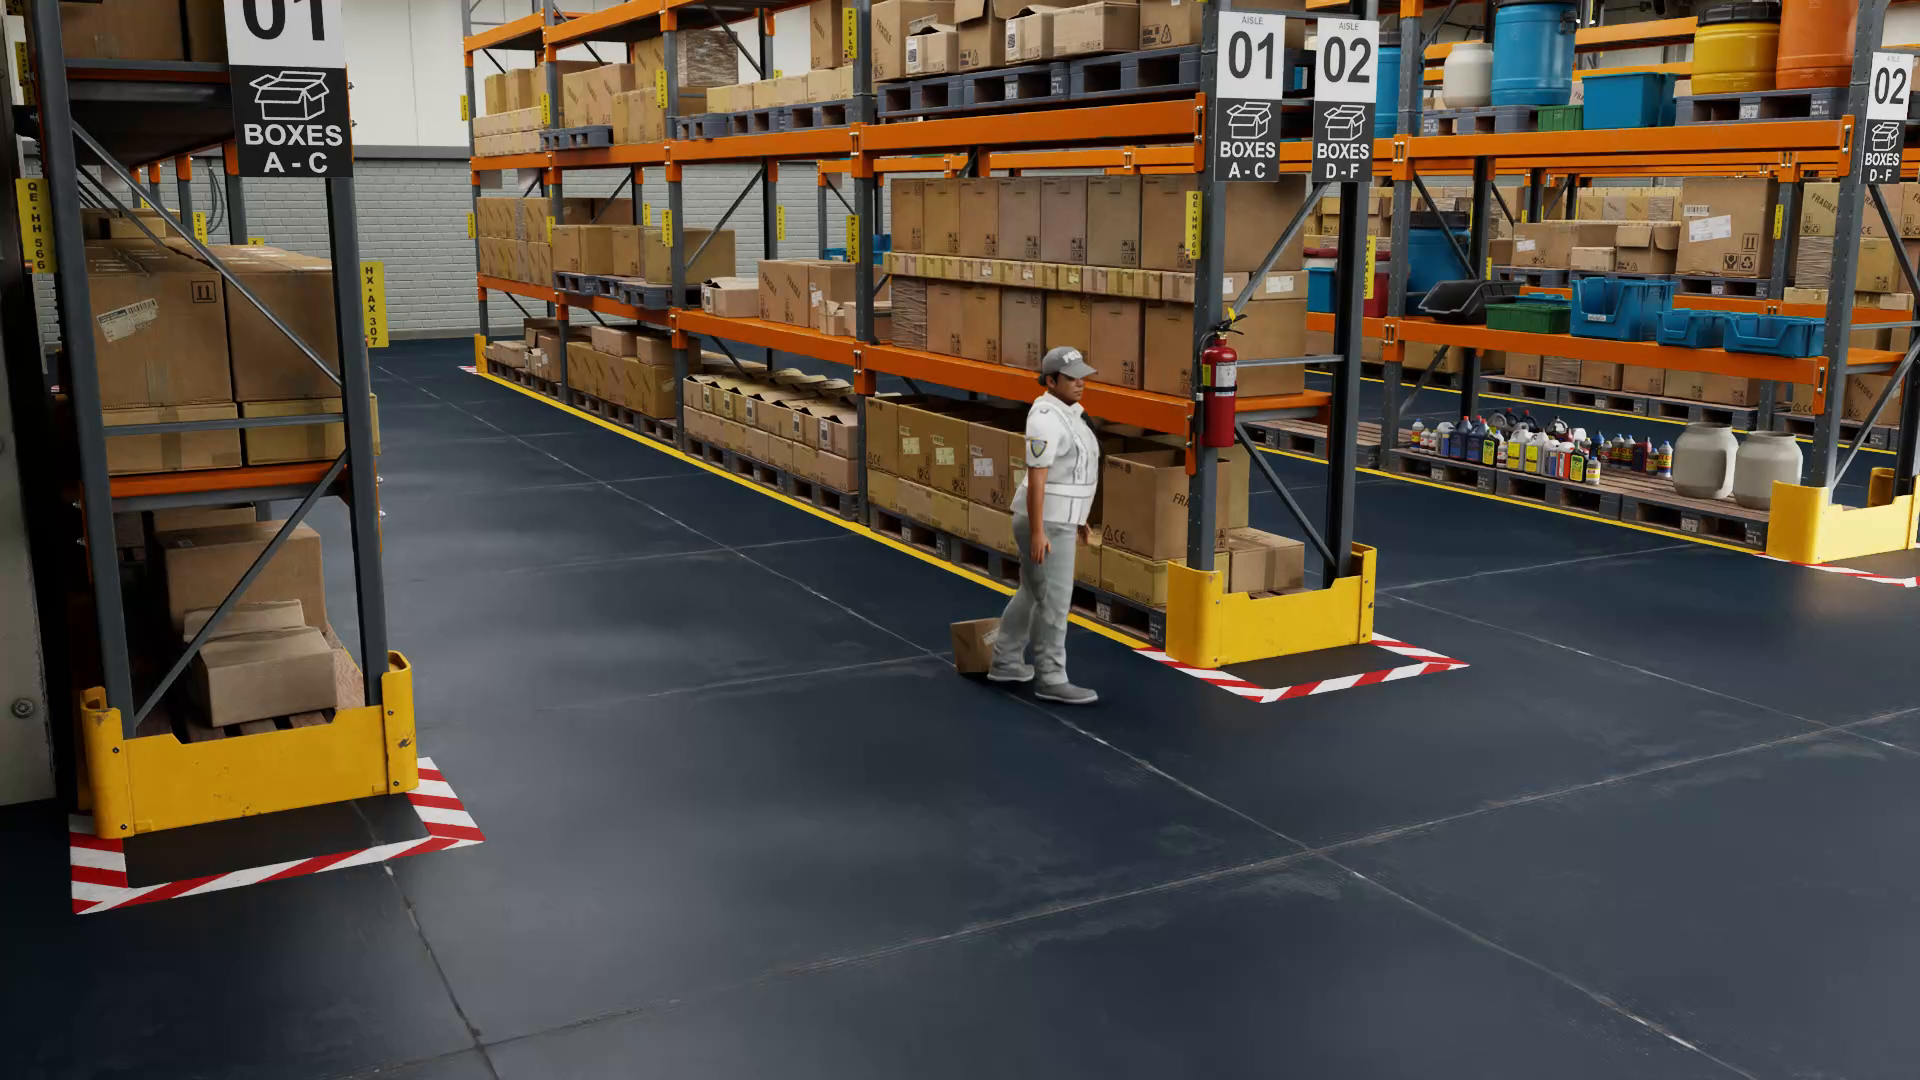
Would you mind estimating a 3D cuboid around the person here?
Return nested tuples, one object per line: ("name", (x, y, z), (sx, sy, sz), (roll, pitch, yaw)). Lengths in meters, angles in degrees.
("person", (0.395, -0.079, 7.782), (0.550, 1.657, 0.496), (2, 12, 11))
